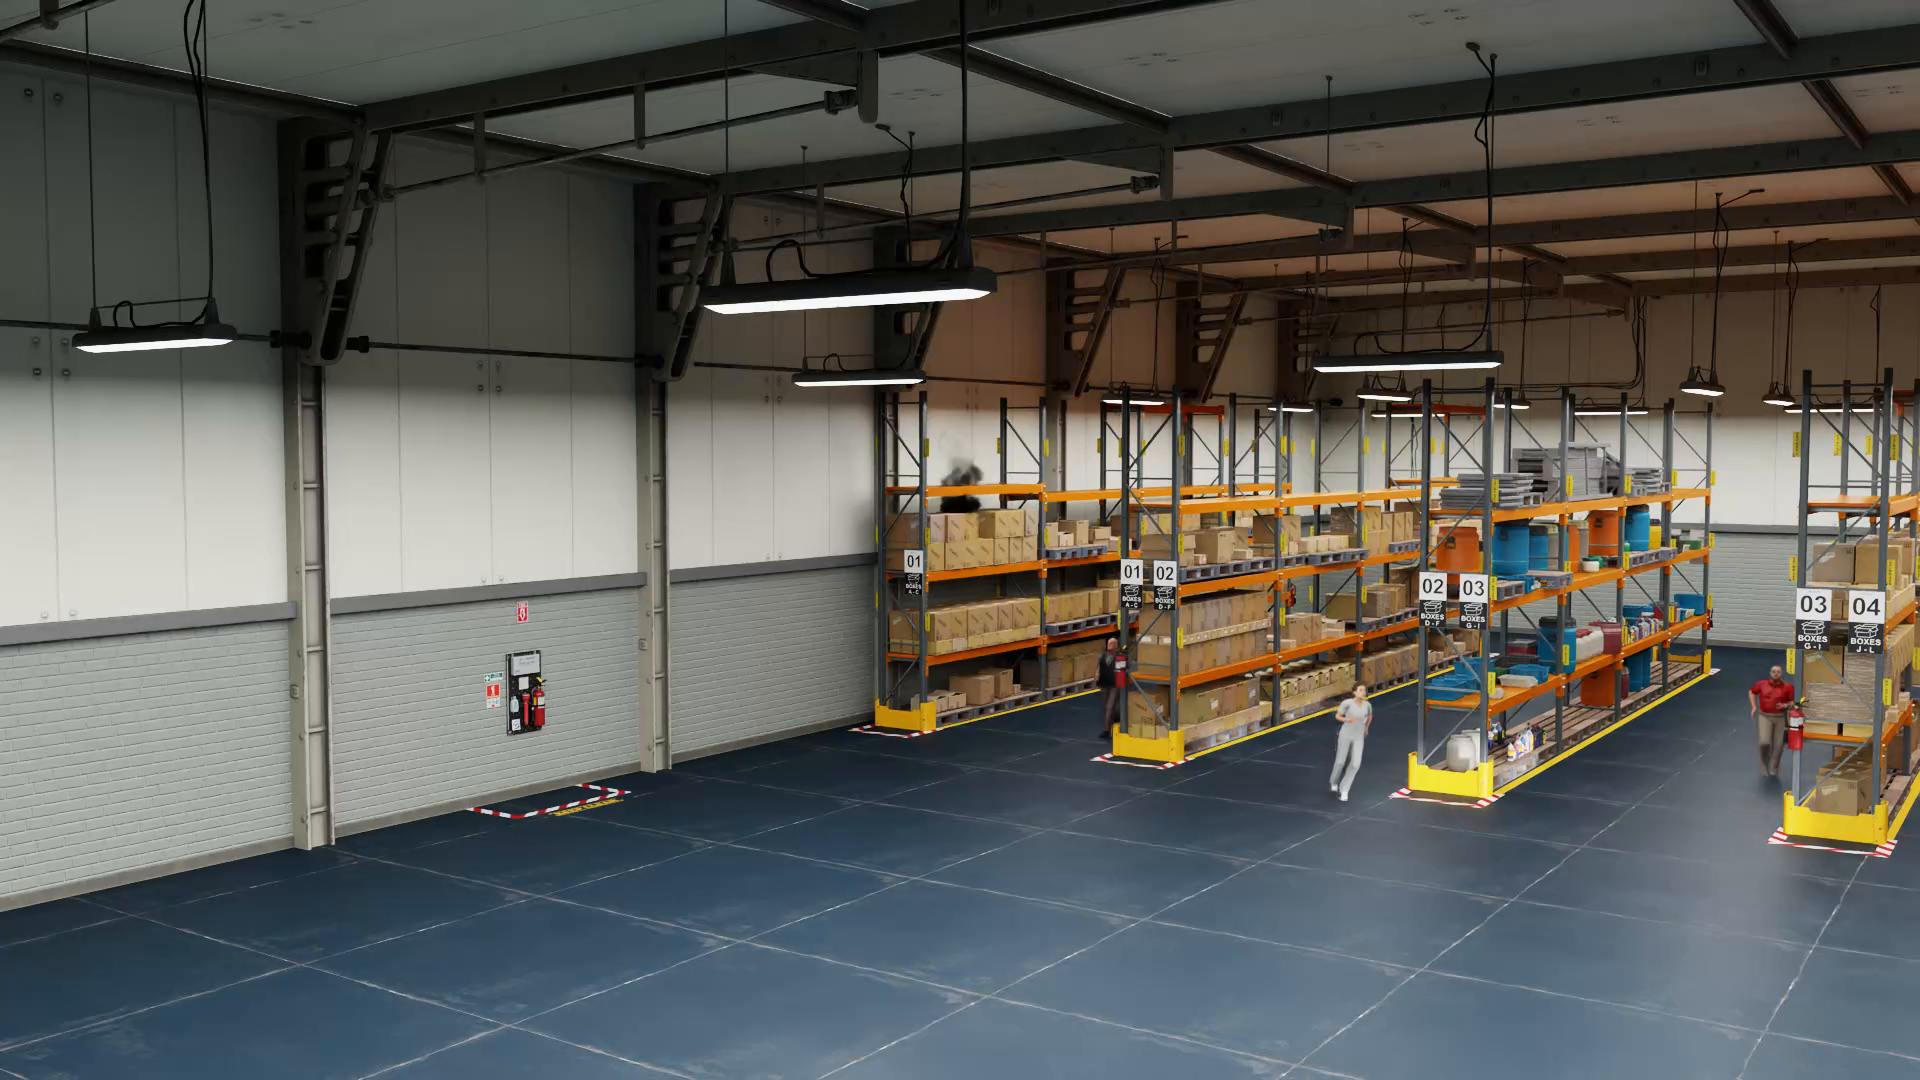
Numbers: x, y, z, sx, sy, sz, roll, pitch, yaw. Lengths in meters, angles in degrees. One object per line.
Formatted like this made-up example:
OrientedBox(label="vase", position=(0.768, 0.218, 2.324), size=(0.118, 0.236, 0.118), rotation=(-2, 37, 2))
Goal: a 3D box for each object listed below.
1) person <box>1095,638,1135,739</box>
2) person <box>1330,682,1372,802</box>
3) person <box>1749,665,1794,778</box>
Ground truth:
OrientedBox(label="person", position=(2.639, 2.550, 28.864), size=(0.676, 1.689, 0.971), rotation=(2, 4, 31))
OrientedBox(label="person", position=(5.639, 2.862, 23.804), size=(0.584, 1.684, 0.711), rotation=(0, 3, 2))
OrientedBox(label="person", position=(12.306, 2.750, 25.169), size=(0.652, 1.718, 0.653), rotation=(1, 3, 23))
